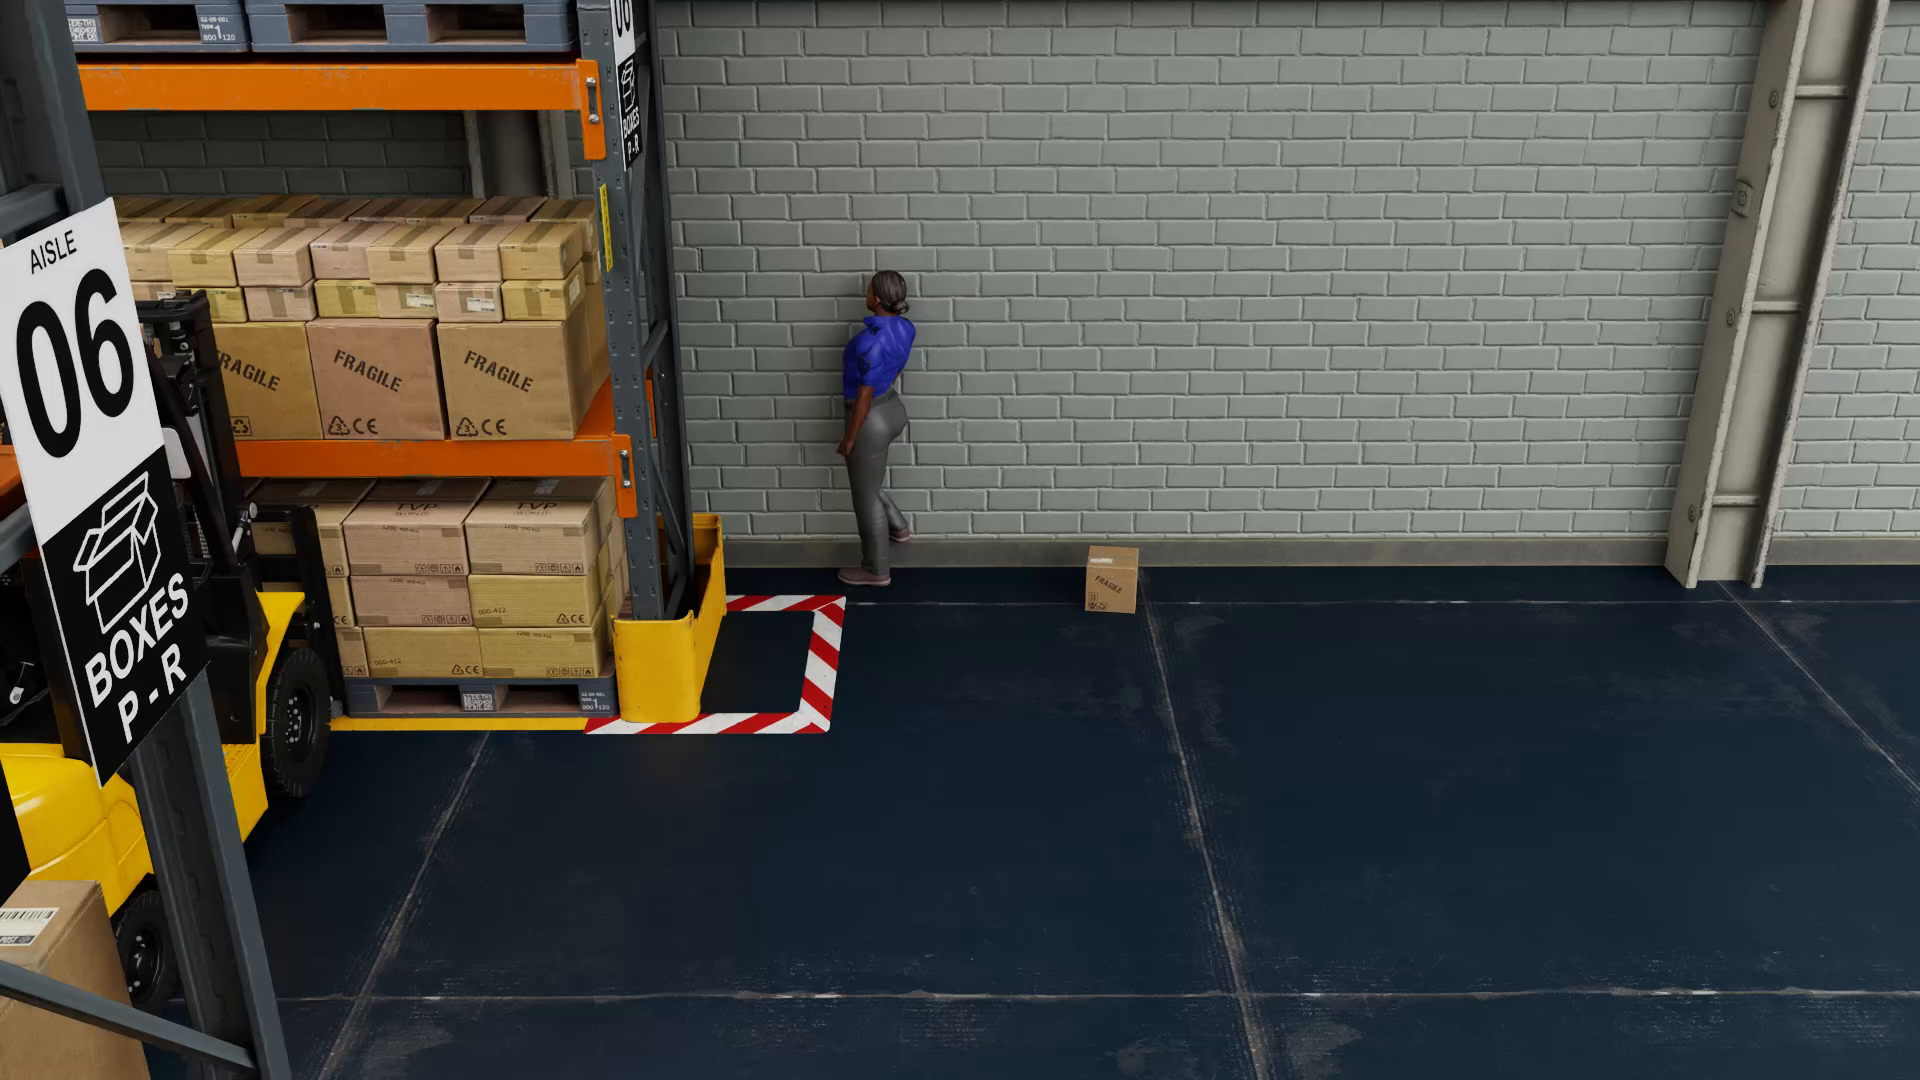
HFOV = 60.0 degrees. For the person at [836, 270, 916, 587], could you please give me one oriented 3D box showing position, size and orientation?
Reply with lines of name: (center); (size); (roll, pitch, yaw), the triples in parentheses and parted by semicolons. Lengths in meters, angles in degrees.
person: (-0.475, -0.535, 8.433); (0.471, 1.543, 0.446); (13, 27, 26)
